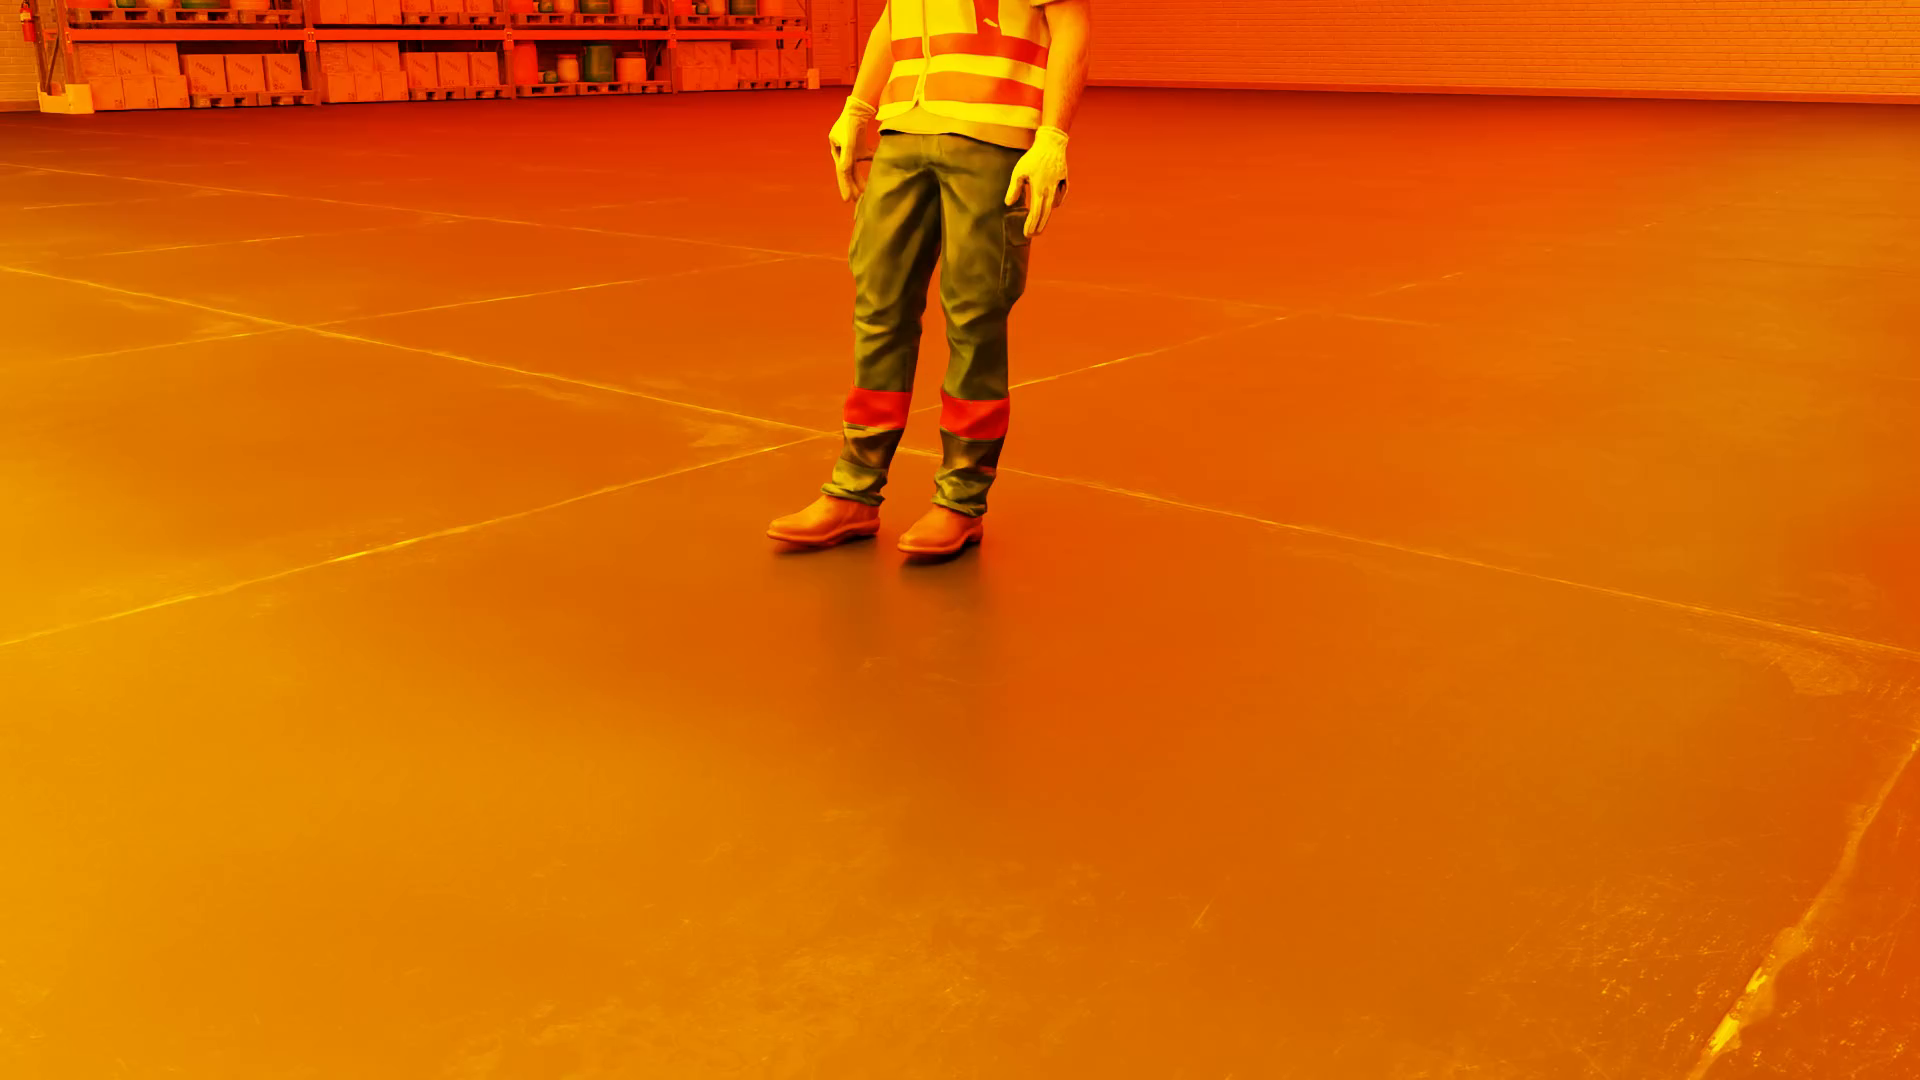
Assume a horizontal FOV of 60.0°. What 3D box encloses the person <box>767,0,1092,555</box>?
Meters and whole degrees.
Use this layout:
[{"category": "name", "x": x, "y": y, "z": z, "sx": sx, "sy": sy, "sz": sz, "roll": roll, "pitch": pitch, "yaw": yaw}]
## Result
[{"category": "person", "x": -0.061, "y": -0.847, "z": 3.628, "sx": 0.637, "sy": 1.790, "sz": 0.562, "roll": 13, "pitch": 21, "yaw": 37}]
